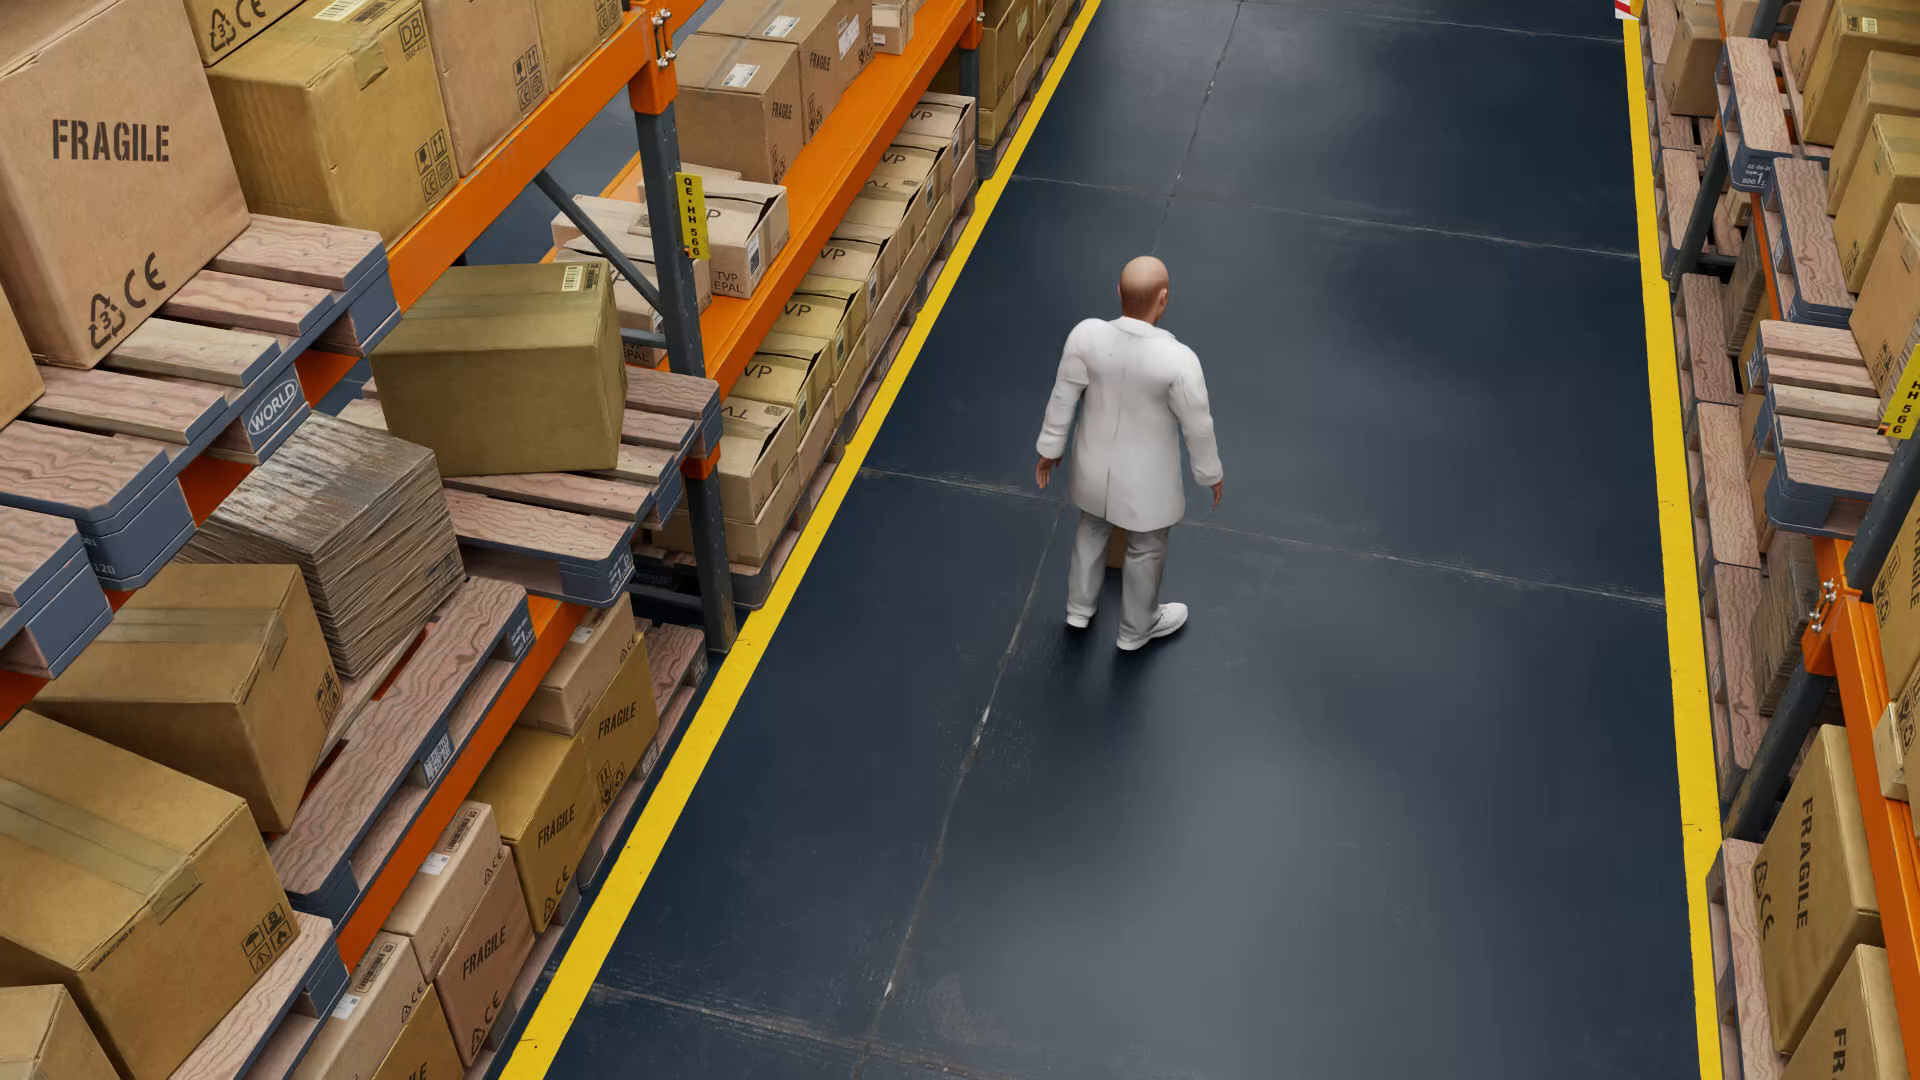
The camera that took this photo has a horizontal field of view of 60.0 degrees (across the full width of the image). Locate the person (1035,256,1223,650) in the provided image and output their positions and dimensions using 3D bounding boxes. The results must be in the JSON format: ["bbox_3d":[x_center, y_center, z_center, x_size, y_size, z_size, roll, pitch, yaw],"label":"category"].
[{"bbox_3d":[0.683,-0.287,6.513,0.710,1.823,0.418,21,45,23],"label":"person"}]
